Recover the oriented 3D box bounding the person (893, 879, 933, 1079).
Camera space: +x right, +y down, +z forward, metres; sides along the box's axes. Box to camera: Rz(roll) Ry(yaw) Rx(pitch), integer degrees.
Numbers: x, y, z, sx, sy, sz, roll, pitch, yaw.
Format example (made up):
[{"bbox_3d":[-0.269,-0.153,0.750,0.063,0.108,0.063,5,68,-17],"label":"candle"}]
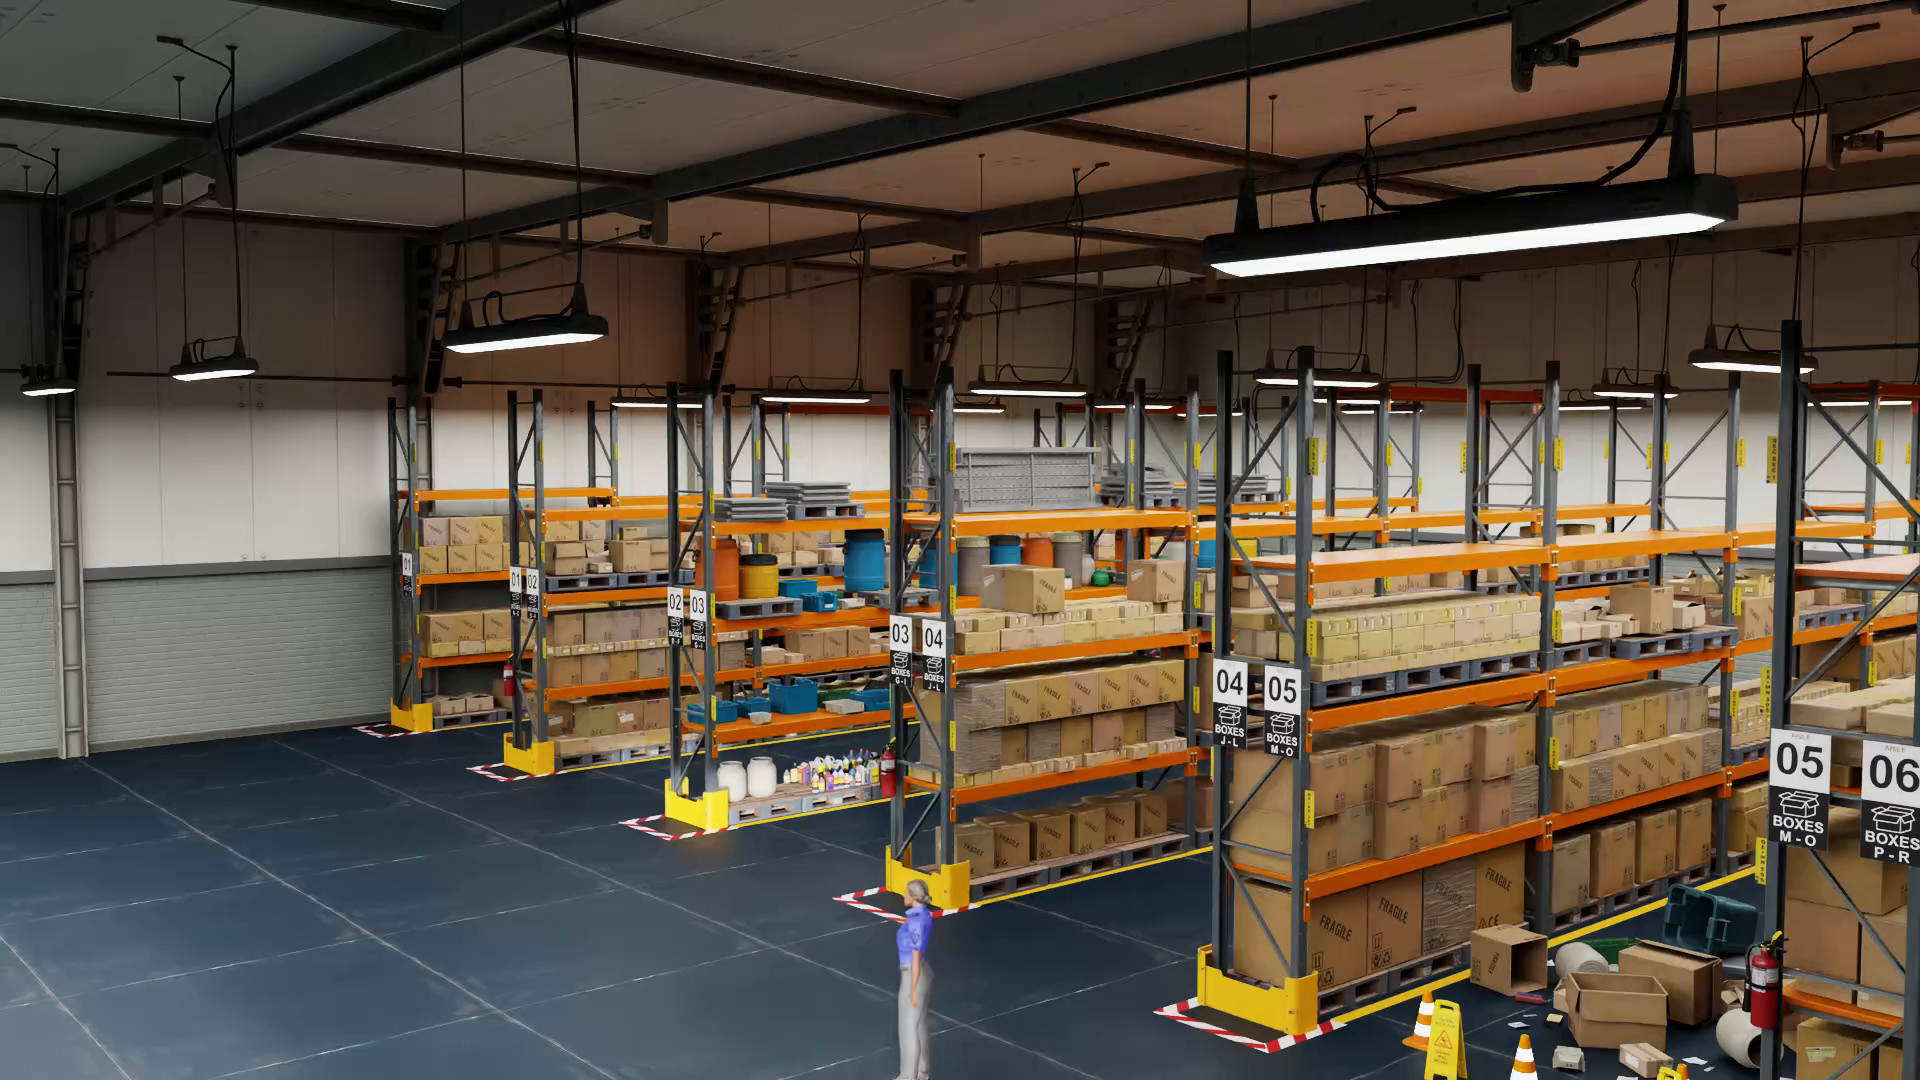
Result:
[{"bbox_3d":[-0.419,3.556,13.327,0.387,1.665,0.555,0,3,4],"label":"person"}]
